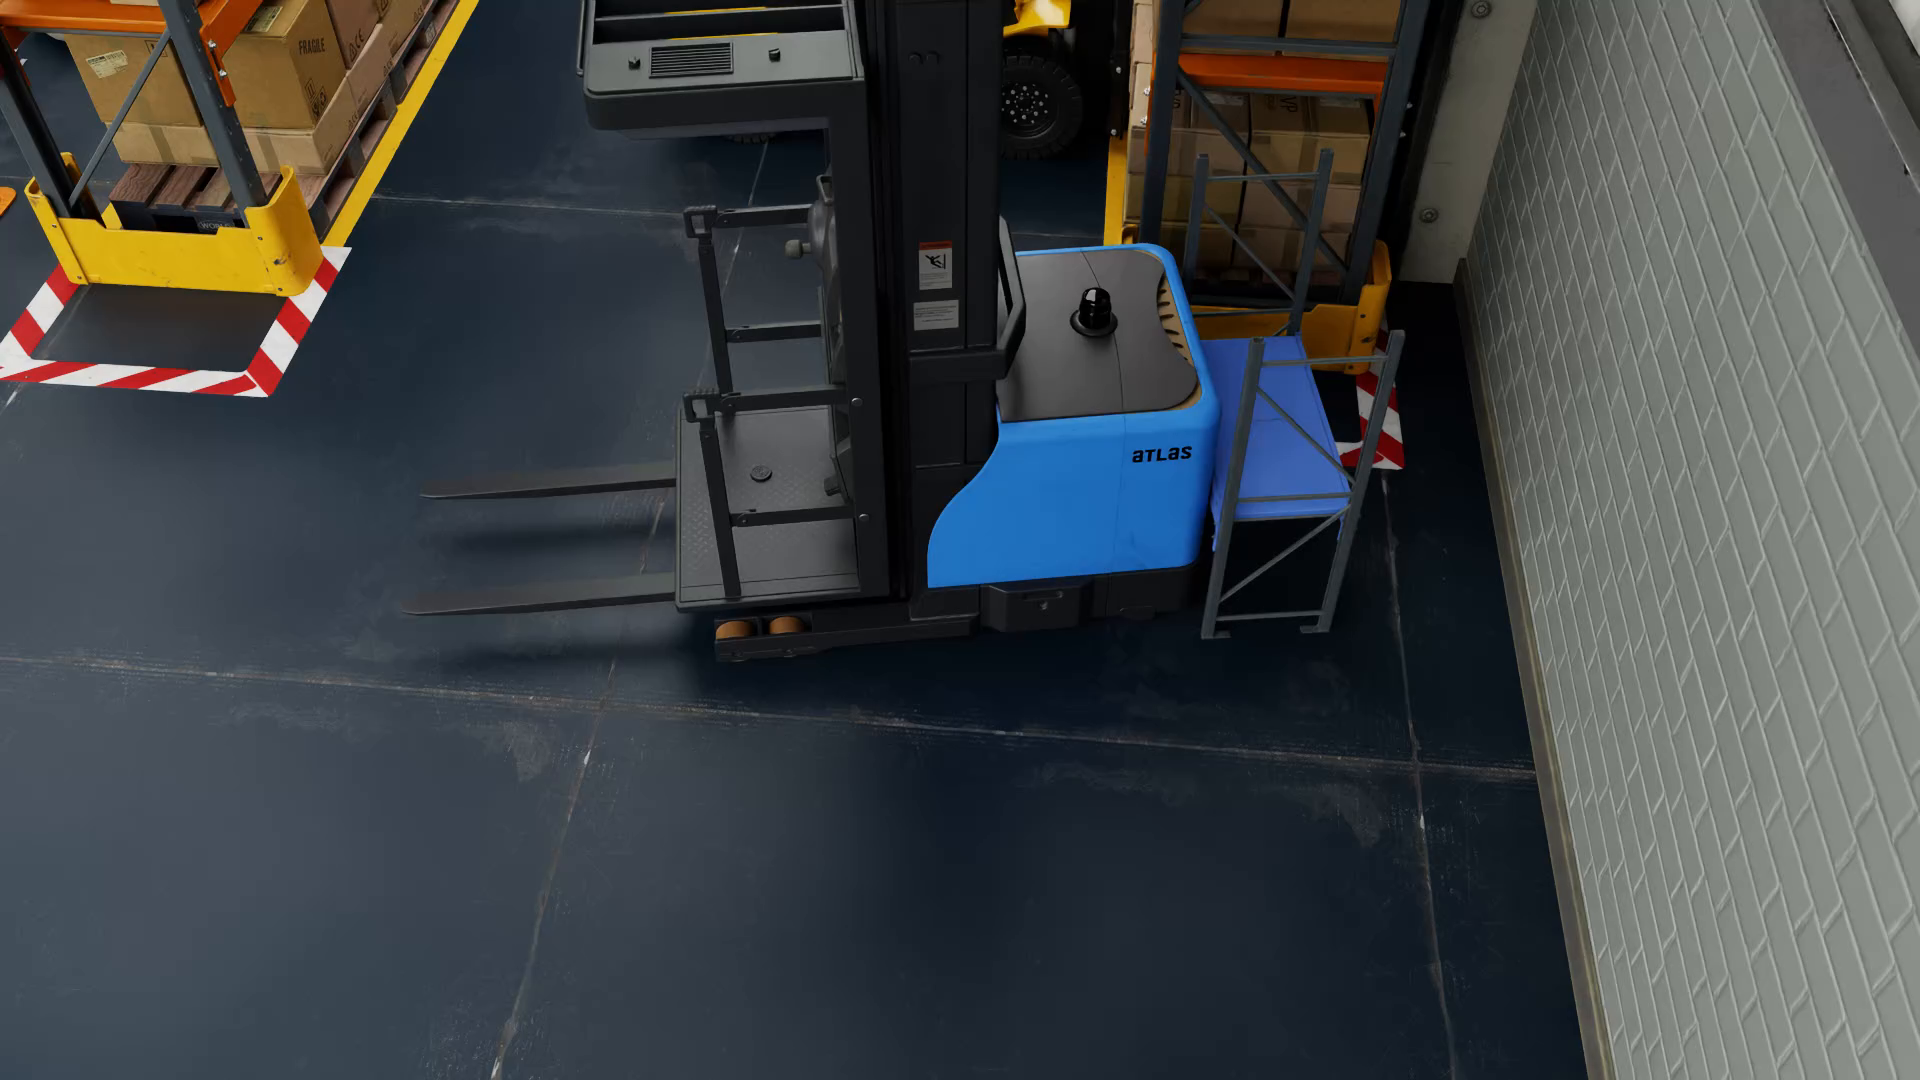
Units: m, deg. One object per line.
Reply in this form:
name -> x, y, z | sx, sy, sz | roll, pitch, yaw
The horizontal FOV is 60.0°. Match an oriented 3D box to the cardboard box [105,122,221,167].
cardboard box -> -3.857, -2.108, 8.250 | 0.500, 0.250, 0.500 | 4, 48, 3

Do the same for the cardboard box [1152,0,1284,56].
cardboard box -> 1.061, -2.346, 6.821 | 0.500, 0.500, 0.500 | 3, 48, 3

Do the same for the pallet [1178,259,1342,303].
pallet -> 1.306, -1.557, 8.057 | 1.003, 0.211, 1.213 | 4, 48, 4

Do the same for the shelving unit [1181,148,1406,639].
shelving unit -> 1.145, -0.521, 6.236 | 0.538, 1.500, 1.048 | -3, 48, -3

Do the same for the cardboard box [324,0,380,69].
cardboard box -> -3.272, -2.707, 8.290 | 0.500, 0.500, 0.500 | 2, 48, 2

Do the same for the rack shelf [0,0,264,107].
rack shelf -> -3.483, -3.491, 8.424 | 1.077, 0.370, 4.000 | 4, 48, 4

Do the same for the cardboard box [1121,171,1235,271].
cardboard box -> 1.006, -1.513, 7.706 | 0.500, 0.250, 0.500 | 4, 48, 4

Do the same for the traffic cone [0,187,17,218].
traffic cone -> -4.911, -1.811, 8.118 | 0.336, 0.463, 0.334 | 4, 48, 4

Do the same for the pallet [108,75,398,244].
pallet -> -3.549, -1.973, 8.438 | 1.003, 0.211, 1.213 | 4, 48, 4

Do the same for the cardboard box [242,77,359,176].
cardboard box -> -3.316, -2.052, 8.199 | 0.500, 0.250, 0.500 | 4, 48, 3

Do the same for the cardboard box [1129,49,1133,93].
cardboard box -> 1.094, -2.443, 8.217 | 0.500, 0.250, 0.500 | 3, 48, 3

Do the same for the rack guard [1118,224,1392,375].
rack guard -> 1.276, -1.072, 7.417 | 1.175, 0.500, 0.348 | 4, 48, 4

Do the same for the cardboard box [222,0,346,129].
cardboard box -> -3.315, -2.323, 7.938 | 0.500, 0.500, 0.500 | 2, 48, 2

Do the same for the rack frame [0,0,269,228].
rack frame -> -3.665, -2.264, 6.814 | 1.000, 3.000, 0.127 | 4, 48, 4

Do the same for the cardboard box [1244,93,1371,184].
cardboard box -> 1.510, -1.825, 7.313 | 0.500, 0.250, 0.500 | 3, 48, 3

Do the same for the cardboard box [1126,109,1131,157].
cardboard box -> 1.061, -1.878, 8.040 | 0.500, 0.250, 0.500 | 4, 48, 4

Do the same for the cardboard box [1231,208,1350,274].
cardboard box -> 1.518, -1.495, 7.689 | 0.500, 0.250, 0.500 | 4, 48, 4

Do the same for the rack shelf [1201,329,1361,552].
rack shelf -> 1.145, -0.400, 6.369 | 0.538, 0.185, 1.000 | -3, 48, -3

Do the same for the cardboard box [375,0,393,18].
cardboard box -> -3.218, -3.075, 8.626 | 0.500, 0.500, 0.500 | 5, 48, 4

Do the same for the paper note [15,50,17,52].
paper note -> -5.335, -2.701, 9.233 | 0.148, 0.019, 0.142 | 19, 50, 17

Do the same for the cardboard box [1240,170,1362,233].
cardboard box -> 1.528, -1.647, 7.490 | 0.500, 0.250, 0.500 | 5, 48, 4

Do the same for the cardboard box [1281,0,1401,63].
cardboard box -> 1.600, -2.312, 6.790 | 0.500, 0.500, 0.500 | 5, 48, 5

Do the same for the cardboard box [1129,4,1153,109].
cardboard box -> 1.050, -2.219, 7.674 | 0.500, 0.250, 0.500 | 5, 48, 4

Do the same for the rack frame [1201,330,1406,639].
rack frame -> 1.183, -0.147, 5.894 | 0.500, 1.500, 0.032 | -3, 48, -3

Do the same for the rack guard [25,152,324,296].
rack guard -> -3.658, -1.476, 7.787 | 1.175, 0.500, 0.348 | 4, 48, 4

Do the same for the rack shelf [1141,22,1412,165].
rack shelf -> 1.460, -3.160, 8.121 | 1.077, 0.370, 4.000 | 4, 48, 4

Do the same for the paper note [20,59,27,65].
paper note -> -5.183, -2.617, 9.163 | 0.032, 0.001, 0.123 | 4, 48, 4

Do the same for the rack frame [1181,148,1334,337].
rack frame -> 1.107, -0.895, 6.578 | 0.500, 1.500, 0.032 | -3, 48, -3

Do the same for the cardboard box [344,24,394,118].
cardboard box -> -3.262, -2.427, 8.541 | 0.500, 0.250, 0.500 | 5, 48, 5

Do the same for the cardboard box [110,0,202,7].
cardboard box -> -3.428, -2.415, 7.122 | 0.380, 0.149, 0.250 | 4, 48, 4

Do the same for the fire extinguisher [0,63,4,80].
fire extinguisher -> -4.135, -2.185, 6.794 | 0.296, 0.674, 0.183 | 4, 48, 4

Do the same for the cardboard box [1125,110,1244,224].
cardboard box -> 1.011, -1.694, 7.533 | 0.500, 0.250, 0.500 | 3, 48, 3

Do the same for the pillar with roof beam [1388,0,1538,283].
pillar with roof beam -> -2.048, -4.698, 4.975 | 9.100, 9.000, 0.400 | 4, 48, 4

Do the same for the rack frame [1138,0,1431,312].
rack frame -> 1.278, -1.933, 6.511 | 1.000, 3.000, 0.127 | 4, 48, 4

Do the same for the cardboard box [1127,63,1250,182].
cardboard box -> 1.009, -1.844, 7.331 | 0.500, 0.250, 0.500 | 5, 48, 5

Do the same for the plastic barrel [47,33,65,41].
plastic barrel -> -4.985, -3.014, 9.246 | 0.421, 0.421, 0.512 | -36, 57, -28

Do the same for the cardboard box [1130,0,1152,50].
cardboard box -> 1.086, -2.591, 8.014 | 0.500, 0.250, 0.500 | 4, 48, 4

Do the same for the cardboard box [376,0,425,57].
cardboard box -> -3.225, -2.828, 8.909 | 0.500, 0.250, 0.500 | 7, 48, 6

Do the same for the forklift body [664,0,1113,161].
forklift body -> -0.366, -3.163, 8.211 | 2.313, 2.155, 1.214 | 4, 48, 4

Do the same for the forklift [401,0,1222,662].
forklift -> -0.626, -0.938, 5.648 | 3.031, 2.935, 1.130 | -5, 48, -4

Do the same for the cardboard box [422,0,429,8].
cardboard box -> -3.177, -3.199, 9.248 | 0.500, 0.250, 0.500 | 5, 48, 4

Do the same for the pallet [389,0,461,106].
pallet -> -3.435, -2.868, 9.256 | 1.003, 0.211, 1.213 | 4, 48, 4

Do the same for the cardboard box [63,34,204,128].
cardboard box -> -3.852, -2.337, 7.951 | 0.500, 0.500, 0.500 | 4, 48, 4
